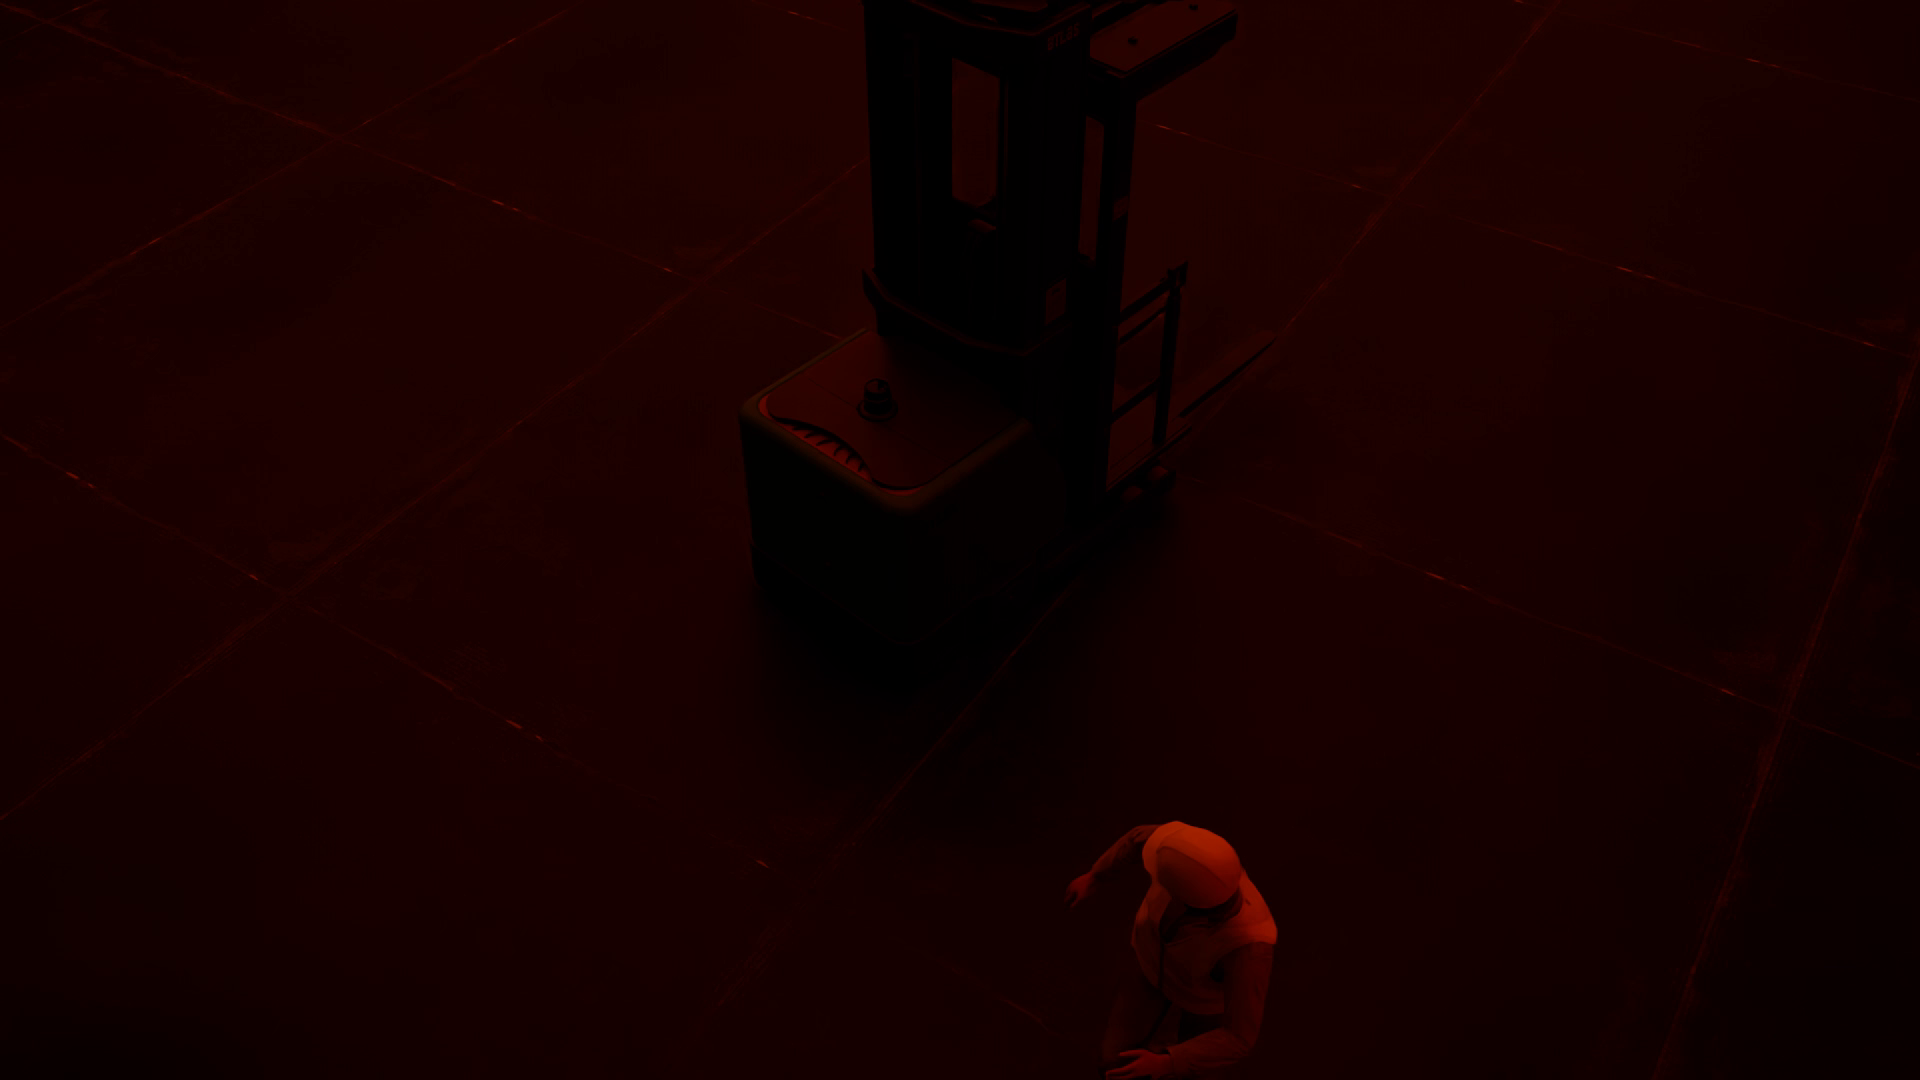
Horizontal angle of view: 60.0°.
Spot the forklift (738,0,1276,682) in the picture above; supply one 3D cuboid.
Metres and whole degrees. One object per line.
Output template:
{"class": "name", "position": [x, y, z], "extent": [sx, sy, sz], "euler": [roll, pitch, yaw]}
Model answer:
{"class": "forklift", "position": [0.409, -1.376, 7.299], "extent": [1.130, 2.935, 3.031], "euler": [32, 52, 29]}

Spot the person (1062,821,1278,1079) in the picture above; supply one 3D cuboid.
{"class": "person", "position": [0.607, 1.414, 5.300], "extent": [0.856, 1.642, 0.815], "euler": [34, 53, 31]}
